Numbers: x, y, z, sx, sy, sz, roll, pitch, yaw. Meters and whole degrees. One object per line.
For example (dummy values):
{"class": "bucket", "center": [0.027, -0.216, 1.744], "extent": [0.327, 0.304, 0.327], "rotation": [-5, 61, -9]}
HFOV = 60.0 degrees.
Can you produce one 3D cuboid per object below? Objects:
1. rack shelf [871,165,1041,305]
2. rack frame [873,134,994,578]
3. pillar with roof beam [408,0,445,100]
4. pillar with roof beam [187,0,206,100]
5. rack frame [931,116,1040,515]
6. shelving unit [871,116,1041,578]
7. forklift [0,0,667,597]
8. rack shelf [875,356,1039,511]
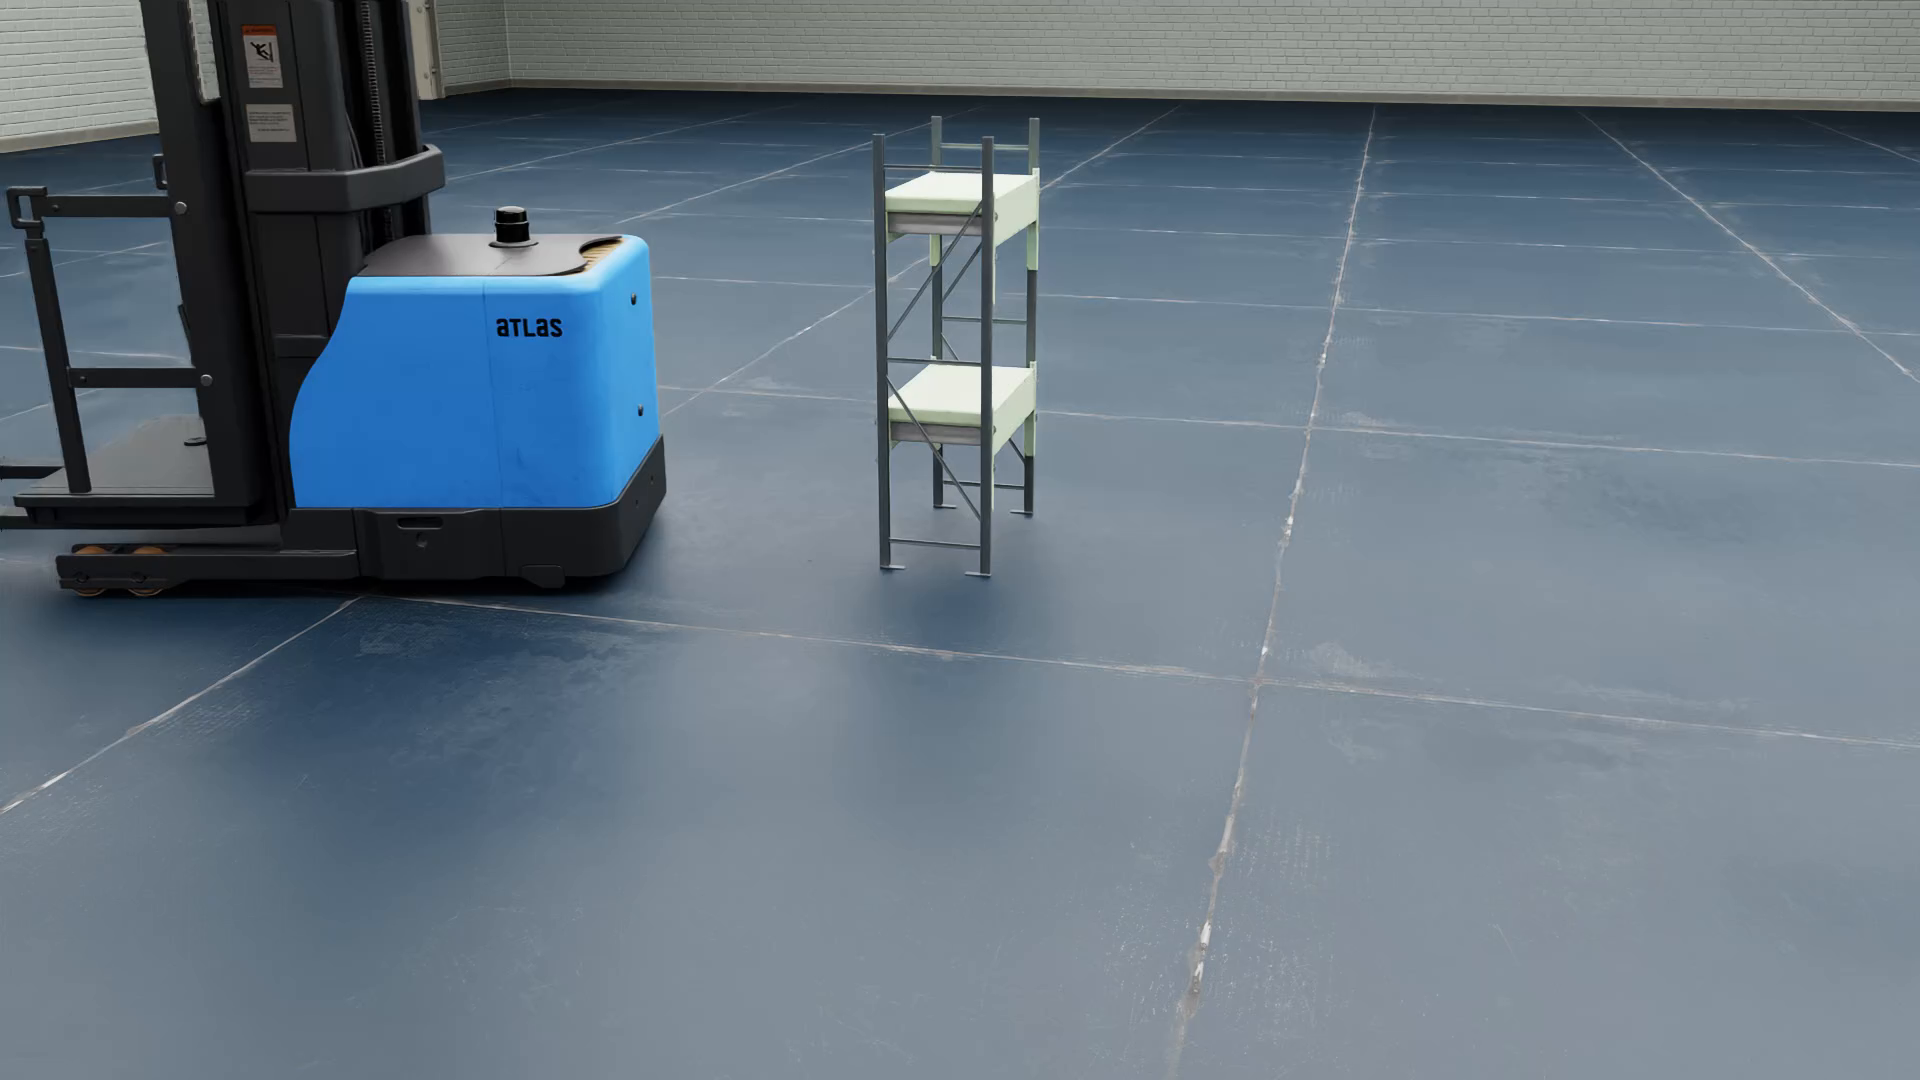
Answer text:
{"class": "rack shelf", "center": [0.002, -1.081, 5.825], "extent": [0.431, 0.370, 0.720], "rotation": [5, 19, 13]}
{"class": "rack frame", "center": [-0.088, -0.597, 5.615], "extent": [0.400, 1.500, 0.023], "rotation": [5, 19, 13]}
{"class": "pillar with roof beam", "center": [-4.658, -11.287, 25.312], "extent": [9.100, 9.000, 0.400], "rotation": [5, 19, 13]}
{"class": "pillar with roof beam", "center": [-6.124, -9.407, 19.806], "extent": [9.100, 9.000, 0.400], "rotation": [5, 19, 13]}
{"class": "rack frame", "center": [0.091, -0.827, 6.287], "extent": [0.400, 1.500, 0.023], "rotation": [5, 19, 13]}
{"class": "shelving unit", "center": [0.002, -0.712, 5.951], "extent": [0.431, 1.500, 0.755], "rotation": [5, 19, 13]}
{"class": "forklift", "center": [-2.663, -1.366, 5.653], "extent": [3.031, 2.935, 1.130], "rotation": [0, 19, 0]}
{"class": "rack shelf", "center": [0.002, -0.403, 6.057], "extent": [0.431, 0.370, 0.720], "rotation": [5, 19, 13]}
